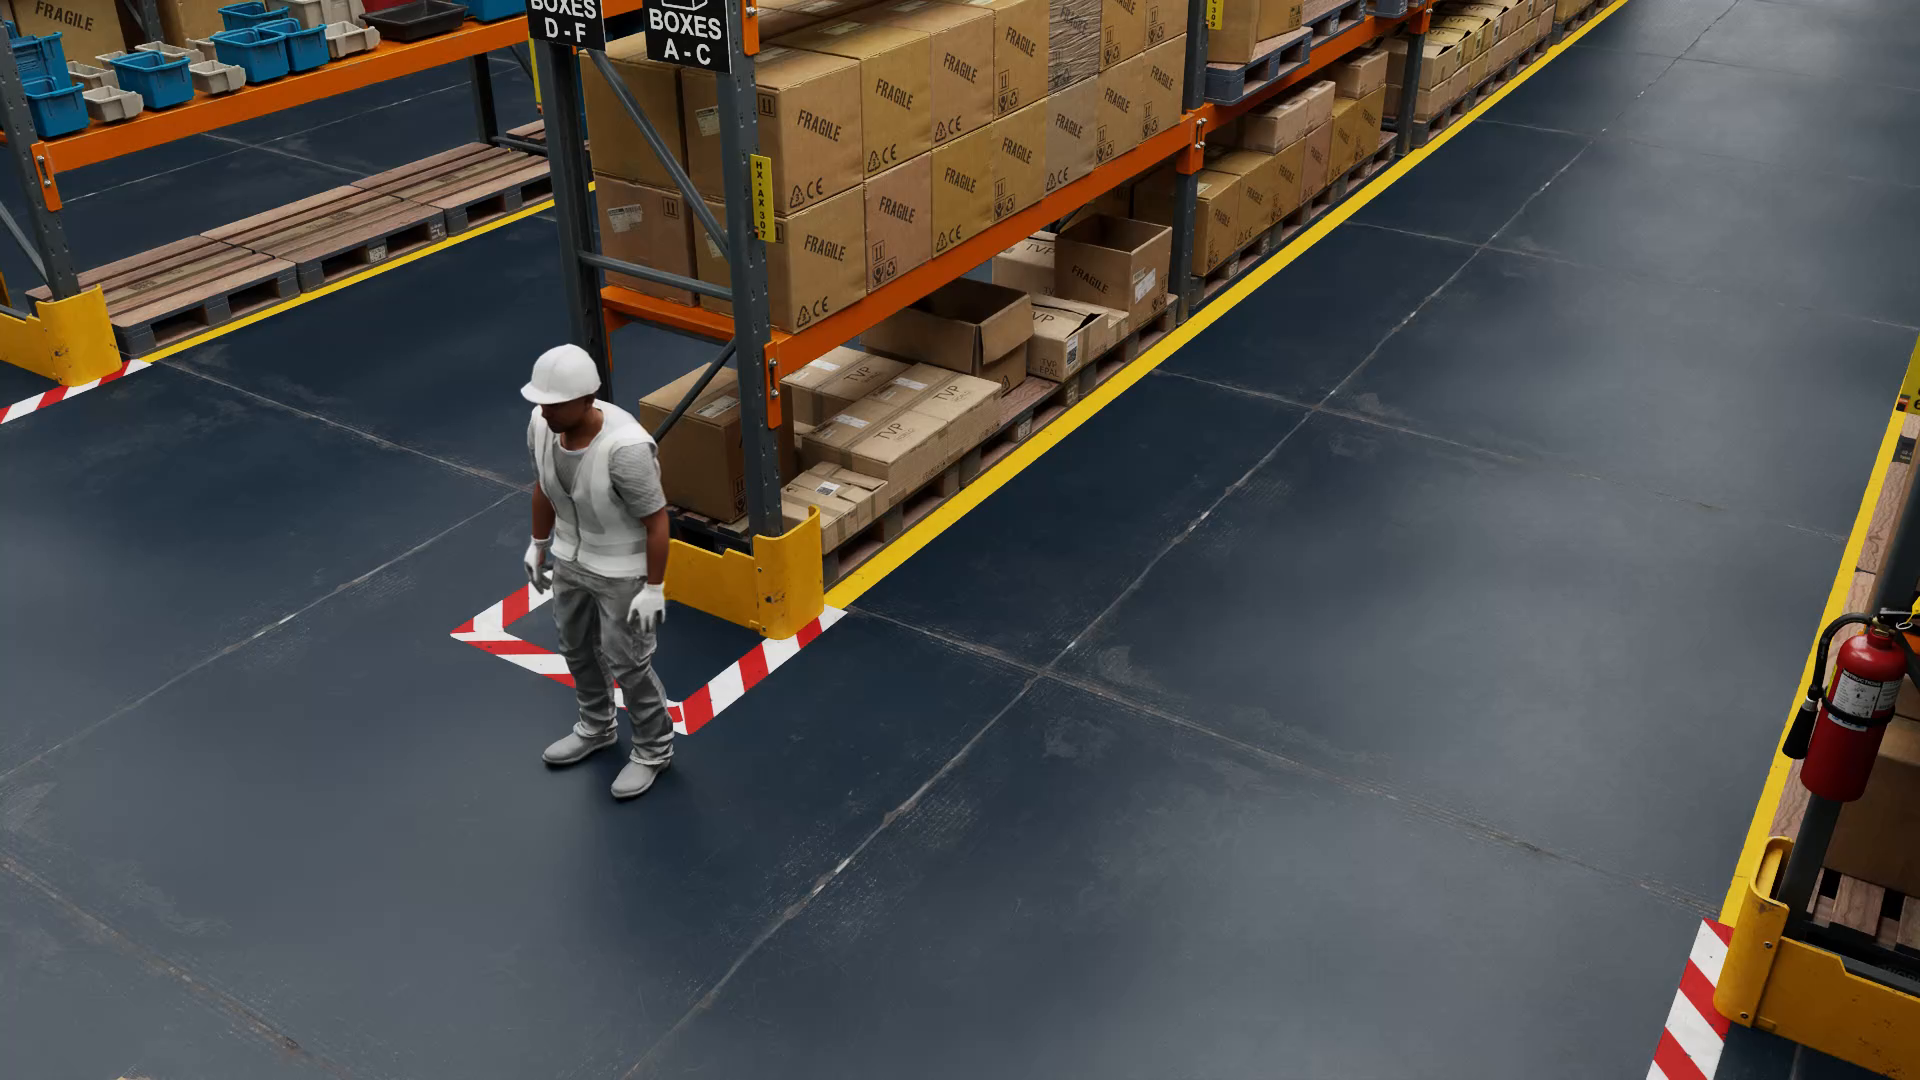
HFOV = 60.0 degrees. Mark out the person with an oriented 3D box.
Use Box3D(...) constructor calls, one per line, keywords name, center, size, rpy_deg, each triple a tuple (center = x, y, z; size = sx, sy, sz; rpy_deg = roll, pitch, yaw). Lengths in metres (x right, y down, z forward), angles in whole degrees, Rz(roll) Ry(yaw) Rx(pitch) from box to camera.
Box3D(name="person", center=(-1.287, 0.106, 5.936), size=(0.632, 1.776, 0.444), rpy_deg=(19, 35, 29))
